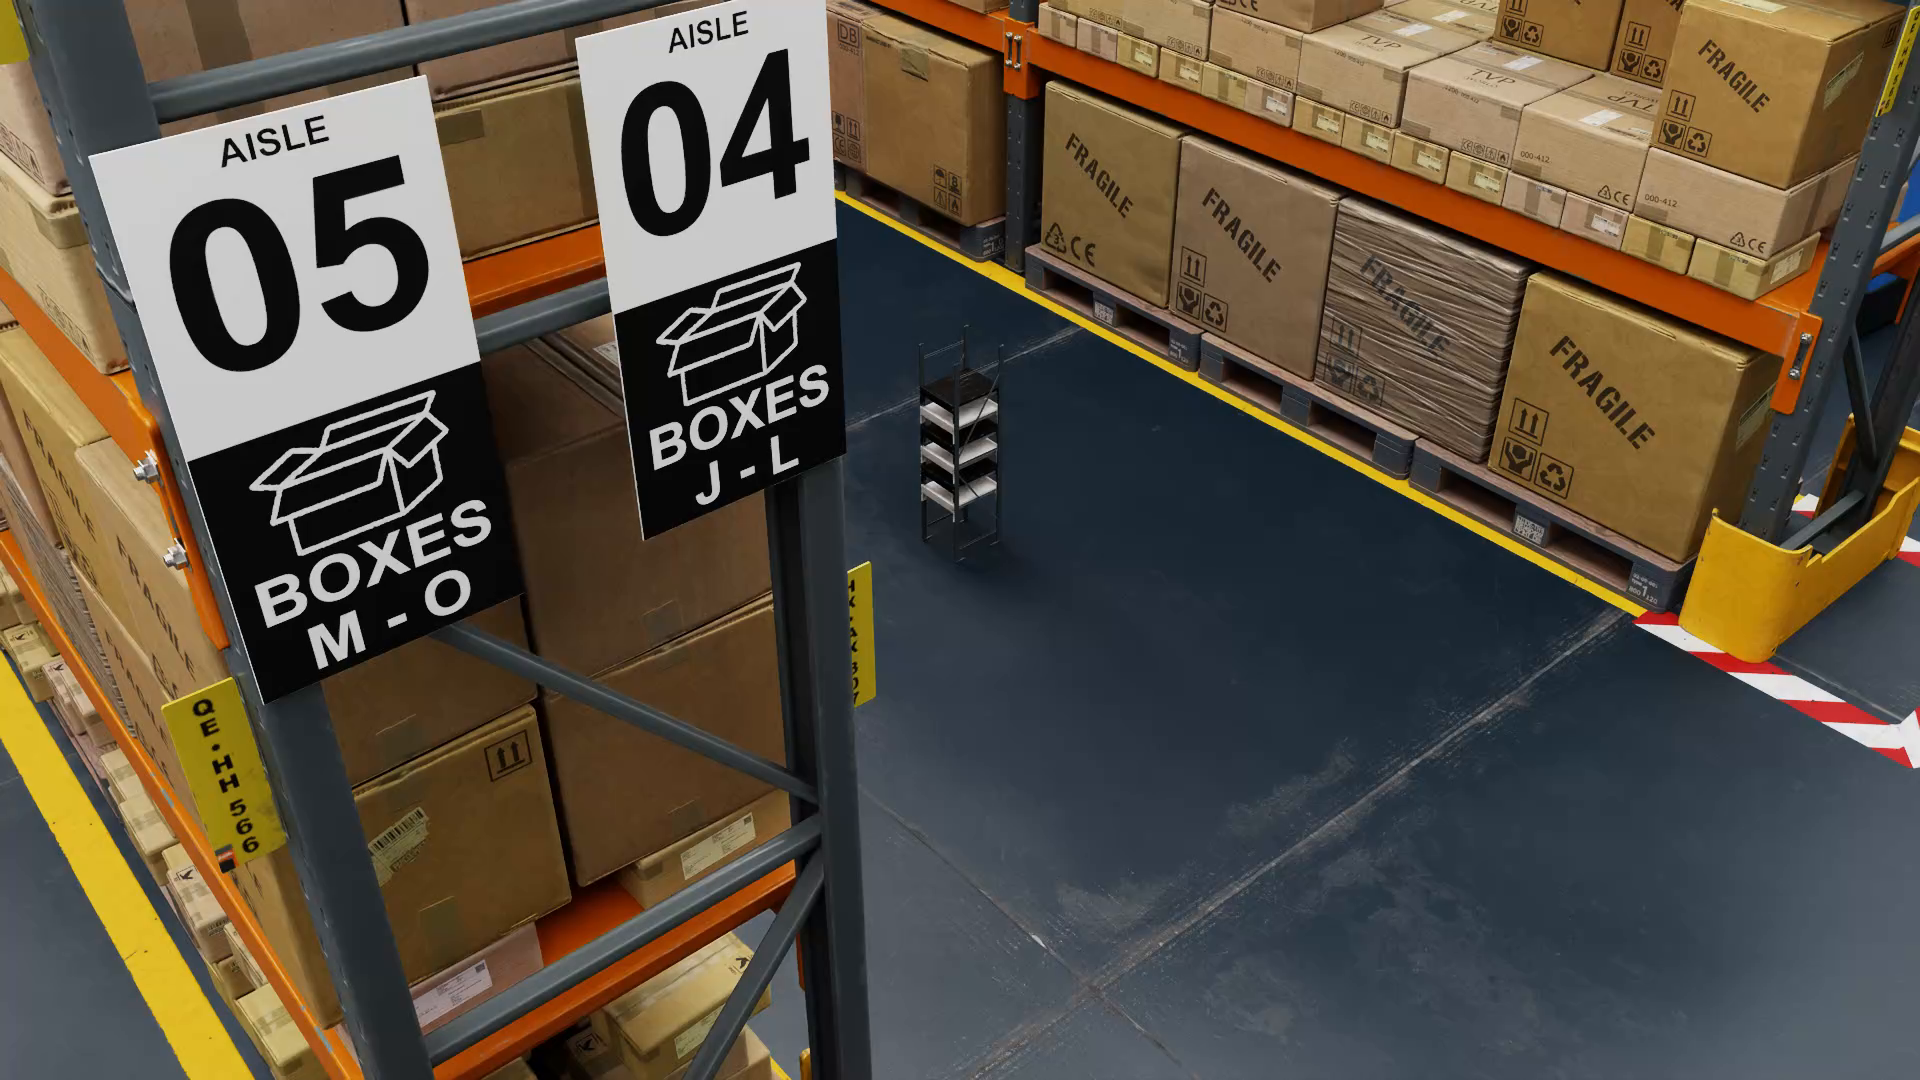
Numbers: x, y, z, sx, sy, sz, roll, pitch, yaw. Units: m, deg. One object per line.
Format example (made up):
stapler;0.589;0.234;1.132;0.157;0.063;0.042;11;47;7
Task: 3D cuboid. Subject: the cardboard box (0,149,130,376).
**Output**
cardboard box;-1.114;-0.518;2.421;0.500;0.250;0.500;-27;43;-33

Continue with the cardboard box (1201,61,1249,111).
cardboard box;1.268;-2.007;7.206;0.380;0.149;0.250;-27;43;-32

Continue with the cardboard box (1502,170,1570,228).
cardboard box;2.263;-1.327;6.246;0.380;0.149;0.250;-25;42;-31

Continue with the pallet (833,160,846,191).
pallet;-0.692;-2.538;10.151;1.003;0.211;1.213;-26;43;-32

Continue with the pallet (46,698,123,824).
pallet;-2.739;0.402;6.000;1.003;0.211;1.213;-26;43;-32

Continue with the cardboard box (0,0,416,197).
cardboard box;-1.110;-0.729;2.286;0.500;0.250;0.500;-27;44;-33

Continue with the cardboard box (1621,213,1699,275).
cardboard box;2.586;-1.105;5.932;0.380;0.149;0.250;-26;43;-31

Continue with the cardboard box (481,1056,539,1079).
cardboard box;-1.153;1.357;3.828;0.380;0.149;0.250;-25;43;-31

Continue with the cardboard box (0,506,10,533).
cardboard box;-2.450;-0.417;4.400;0.500;0.500;0.500;-27;43;-33

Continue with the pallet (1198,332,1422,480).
pallet;1.877;-0.783;7.673;1.003;0.211;1.213;-26;43;-32

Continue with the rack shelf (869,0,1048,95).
rack shelf;-0.636;-3.414;9.598;1.077;0.370;4.000;-26;43;-32

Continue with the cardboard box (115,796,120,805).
cardboard box;-2.341;0.811;5.113;0.380;0.149;0.250;-27;44;-33

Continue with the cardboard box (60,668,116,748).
cardboard box;-2.514;0.446;5.114;0.380;0.149;0.250;-25;42;-31

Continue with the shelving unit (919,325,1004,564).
shelving unit;0.005;-0.364;6.485;0.258;0.900;0.210;-26;43;-32

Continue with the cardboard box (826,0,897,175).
cardboard box;-0.351;-2.798;9.581;1.225;0.875;0.875;-28;44;-33

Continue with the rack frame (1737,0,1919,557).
rack frame;3.236;-1.059;5.650;1.000;3.000;0.127;-26;43;-32

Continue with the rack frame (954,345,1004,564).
rack frame;0.071;-0.319;6.421;0.240;0.900;0.006;-26;43;-32

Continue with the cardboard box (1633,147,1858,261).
cardboard box;2.721;-1.234;5.769;0.500;0.250;0.500;-27;43;-32

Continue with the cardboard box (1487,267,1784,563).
cardboard box;2.762;-0.616;6.499;0.875;0.875;0.875;-26;43;-32

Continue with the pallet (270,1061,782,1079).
pallet;-1.164;1.479;4.479;1.003;0.211;1.213;-26;43;-32

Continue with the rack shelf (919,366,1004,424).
rack shelf;0.005;-0.557;6.348;0.258;0.077;0.200;-26;43;-32

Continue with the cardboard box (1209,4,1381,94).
cardboard box;1.414;-2.132;7.037;0.500;0.250;0.500;-25;42;-31

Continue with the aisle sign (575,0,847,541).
aisle sign;-0.342;-0.394;2.462;0.394;0.787;0.004;-26;43;-32

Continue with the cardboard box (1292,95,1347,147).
cardboard box;1.599;-1.780;6.885;0.380;0.149;0.250;-27;44;-33

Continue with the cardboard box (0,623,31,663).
cardboard box;-3.210;0.253;5.900;0.380;0.149;0.250;-28;44;-34

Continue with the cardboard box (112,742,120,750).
cardboard box;-2.462;0.553;5.219;0.380;0.149;0.250;-24;42;-30

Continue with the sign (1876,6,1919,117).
sign;2.813;-1.432;4.969;0.100;0.325;0.005;-26;43;-32

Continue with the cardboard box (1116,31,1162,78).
cardboard box;0.932;-2.236;7.529;0.380;0.149;0.250;-25;42;-30

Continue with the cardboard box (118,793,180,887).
cardboard box;-2.208;0.807;4.861;0.380;0.149;0.250;-26;43;-31

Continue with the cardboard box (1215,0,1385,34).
cardboard box;1.420;-2.436;6.818;0.500;0.500;0.500;-28;44;-33

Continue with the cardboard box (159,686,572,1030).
cardboard box;-1.105;0.482;3.130;0.500;0.500;0.500;-25;42;-31

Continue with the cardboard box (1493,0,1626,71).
cardboard box;2.471;-2.185;6.463;0.500;0.500;0.500;-27;44;-33

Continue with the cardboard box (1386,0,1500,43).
cardboard box;2.130;-2.110;7.007;0.500;0.250;0.500;-27;43;-33

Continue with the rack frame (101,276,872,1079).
rack frame;-0.618;0.747;3.100;1.000;3.000;0.127;-26;43;-32

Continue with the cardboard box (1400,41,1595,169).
cardboard box;2.065;-1.683;6.403;0.500;0.250;0.500;-28;44;-33

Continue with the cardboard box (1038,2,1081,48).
cardboard box;0.592;-2.468;7.856;0.380;0.149;0.250;-26;43;-32

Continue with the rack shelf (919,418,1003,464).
rack shelf;0.005;-0.410;6.452;0.258;0.077;0.200;-26;43;-32

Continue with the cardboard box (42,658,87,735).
cardboard box;-2.838;0.461;5.607;0.380;0.149;0.250;-26;43;-32

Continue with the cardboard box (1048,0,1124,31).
cardboard box;0.758;-2.580;7.670;0.500;0.250;0.500;-27;43;-33

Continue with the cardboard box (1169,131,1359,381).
cardboard box;1.600;-1.410;7.621;0.875;0.875;0.875;-26;43;-32

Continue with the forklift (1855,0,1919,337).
forklift;3.778;-2.967;8.403;1.130;2.935;3.031;-23;41;-29

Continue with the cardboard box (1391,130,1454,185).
cardboard box;1.927;-1.555;6.568;0.380;0.149;0.250;-26;43;-32

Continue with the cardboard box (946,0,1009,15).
cardboard box;0.144;-2.970;8.262;0.500;0.500;0.500;-26;43;-32

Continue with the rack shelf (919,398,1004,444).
rack shelf;0.005;-0.483;6.400;0.258;0.077;0.200;-26;43;-32

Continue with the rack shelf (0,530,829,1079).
rack shelf;-1.909;0.157;4.555;1.077;0.370;4.000;-26;43;-32

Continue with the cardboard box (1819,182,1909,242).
cardboard box;3.259;-1.236;6.117;0.380;0.149;0.250;-25;43;-31

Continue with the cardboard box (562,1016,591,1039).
cardboard box;-0.894;1.148;4.379;0.380;0.149;0.250;-26;43;-32

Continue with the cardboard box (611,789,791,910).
cardboard box;-0.577;0.584;3.548;0.380;0.149;0.250;-26;43;-32

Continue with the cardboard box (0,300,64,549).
cardboard box;-1.773;-0.383;3.486;0.500;0.500;0.500;-24;42;-30

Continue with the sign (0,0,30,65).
sign;-1.055;-0.641;1.698;0.100;0.325;0.005;-26;43;-32

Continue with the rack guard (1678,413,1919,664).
rack guard;3.252;-0.028;6.357;1.175;0.500;0.348;-26;43;-32

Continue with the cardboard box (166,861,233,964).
cardboard box;-1.870;0.922;4.442;0.380;0.149;0.250;-24;42;-30

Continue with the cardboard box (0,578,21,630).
cardboard box;-3.210;0.131;5.816;0.380;0.149;0.250;-24;42;-30

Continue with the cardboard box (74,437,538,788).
cardboard box;-1.103;0.067;2.851;0.500;0.500;0.500;-27;43;-33

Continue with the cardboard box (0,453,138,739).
cardboard box;-1.768;0.032;3.765;0.500;0.500;0.500;-26;43;-32

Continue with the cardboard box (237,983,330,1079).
cardboard box;-1.536;1.157;4.109;0.380;0.149;0.250;-27;43;-33

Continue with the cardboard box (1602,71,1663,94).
cardboard box;2.792;-1.659;6.369;0.500;0.250;0.500;-27;43;-32

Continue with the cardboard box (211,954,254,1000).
cardboard box;-1.857;1.038;4.535;0.380;0.149;0.250;-25;42;-31

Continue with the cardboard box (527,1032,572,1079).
cardboard box;-0.943;1.303;4.418;0.380;0.149;0.250;-26;43;-32
